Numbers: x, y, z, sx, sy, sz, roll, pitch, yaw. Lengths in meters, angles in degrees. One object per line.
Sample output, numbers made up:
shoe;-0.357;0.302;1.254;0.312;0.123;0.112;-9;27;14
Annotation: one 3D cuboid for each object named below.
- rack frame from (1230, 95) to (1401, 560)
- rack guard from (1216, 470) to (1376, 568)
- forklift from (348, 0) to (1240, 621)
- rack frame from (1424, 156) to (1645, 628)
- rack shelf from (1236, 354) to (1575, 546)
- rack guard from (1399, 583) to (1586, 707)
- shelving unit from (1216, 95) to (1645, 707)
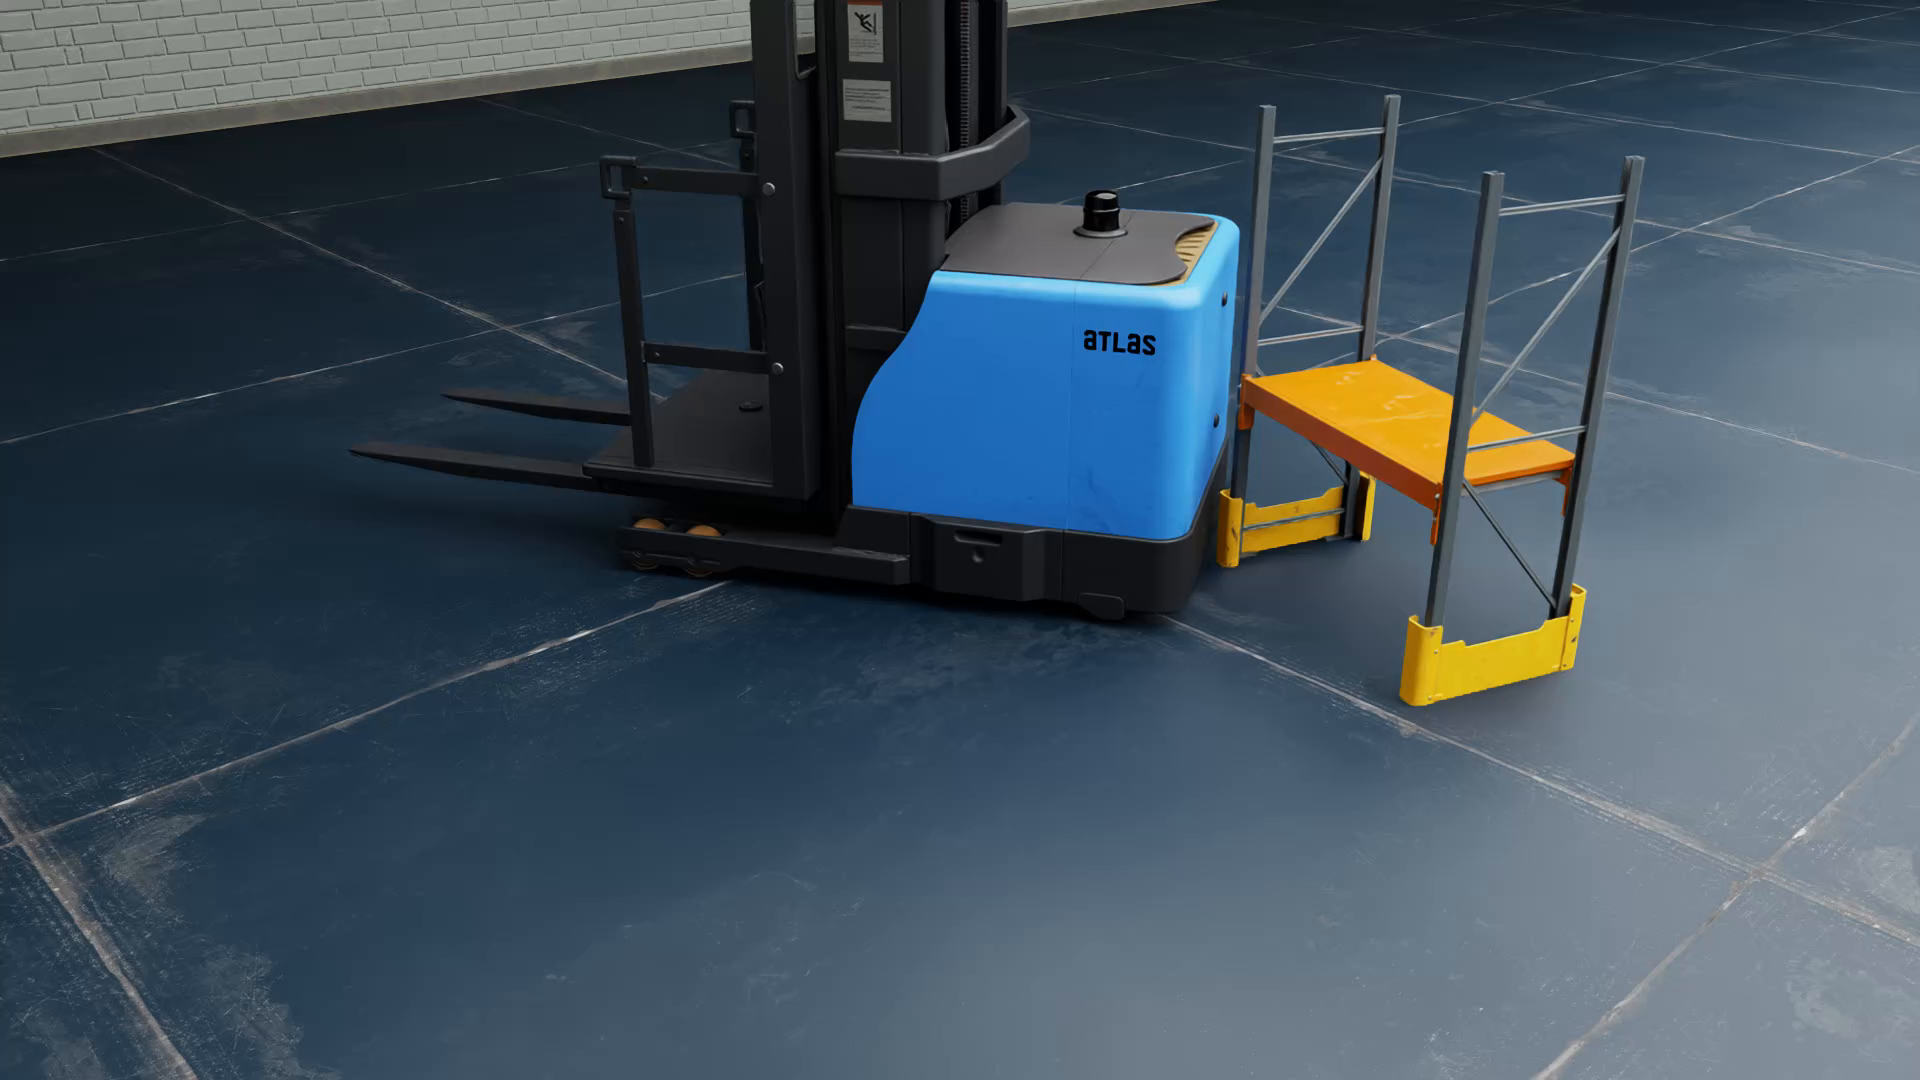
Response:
rack frame;1.131;-0.657;5.383;0.500;1.500;0.032;-10;26;-21
rack guard;1.139;-0.081;5.627;0.587;0.250;0.087;-10;26;-21
forklift;-0.635;-1.415;5.320;3.031;2.935;1.130;7;25;14
rack frame;1.539;-0.270;4.536;0.500;1.500;0.032;-10;26;-21
rack shelf;1.335;-0.300;5.034;0.538;0.185;1.000;-10;26;-21
rack guard;1.538;0.298;4.796;0.587;0.250;0.087;-10;26;-21
shelving unit;1.339;-0.460;4.952;0.587;1.500;1.083;-10;26;-21
